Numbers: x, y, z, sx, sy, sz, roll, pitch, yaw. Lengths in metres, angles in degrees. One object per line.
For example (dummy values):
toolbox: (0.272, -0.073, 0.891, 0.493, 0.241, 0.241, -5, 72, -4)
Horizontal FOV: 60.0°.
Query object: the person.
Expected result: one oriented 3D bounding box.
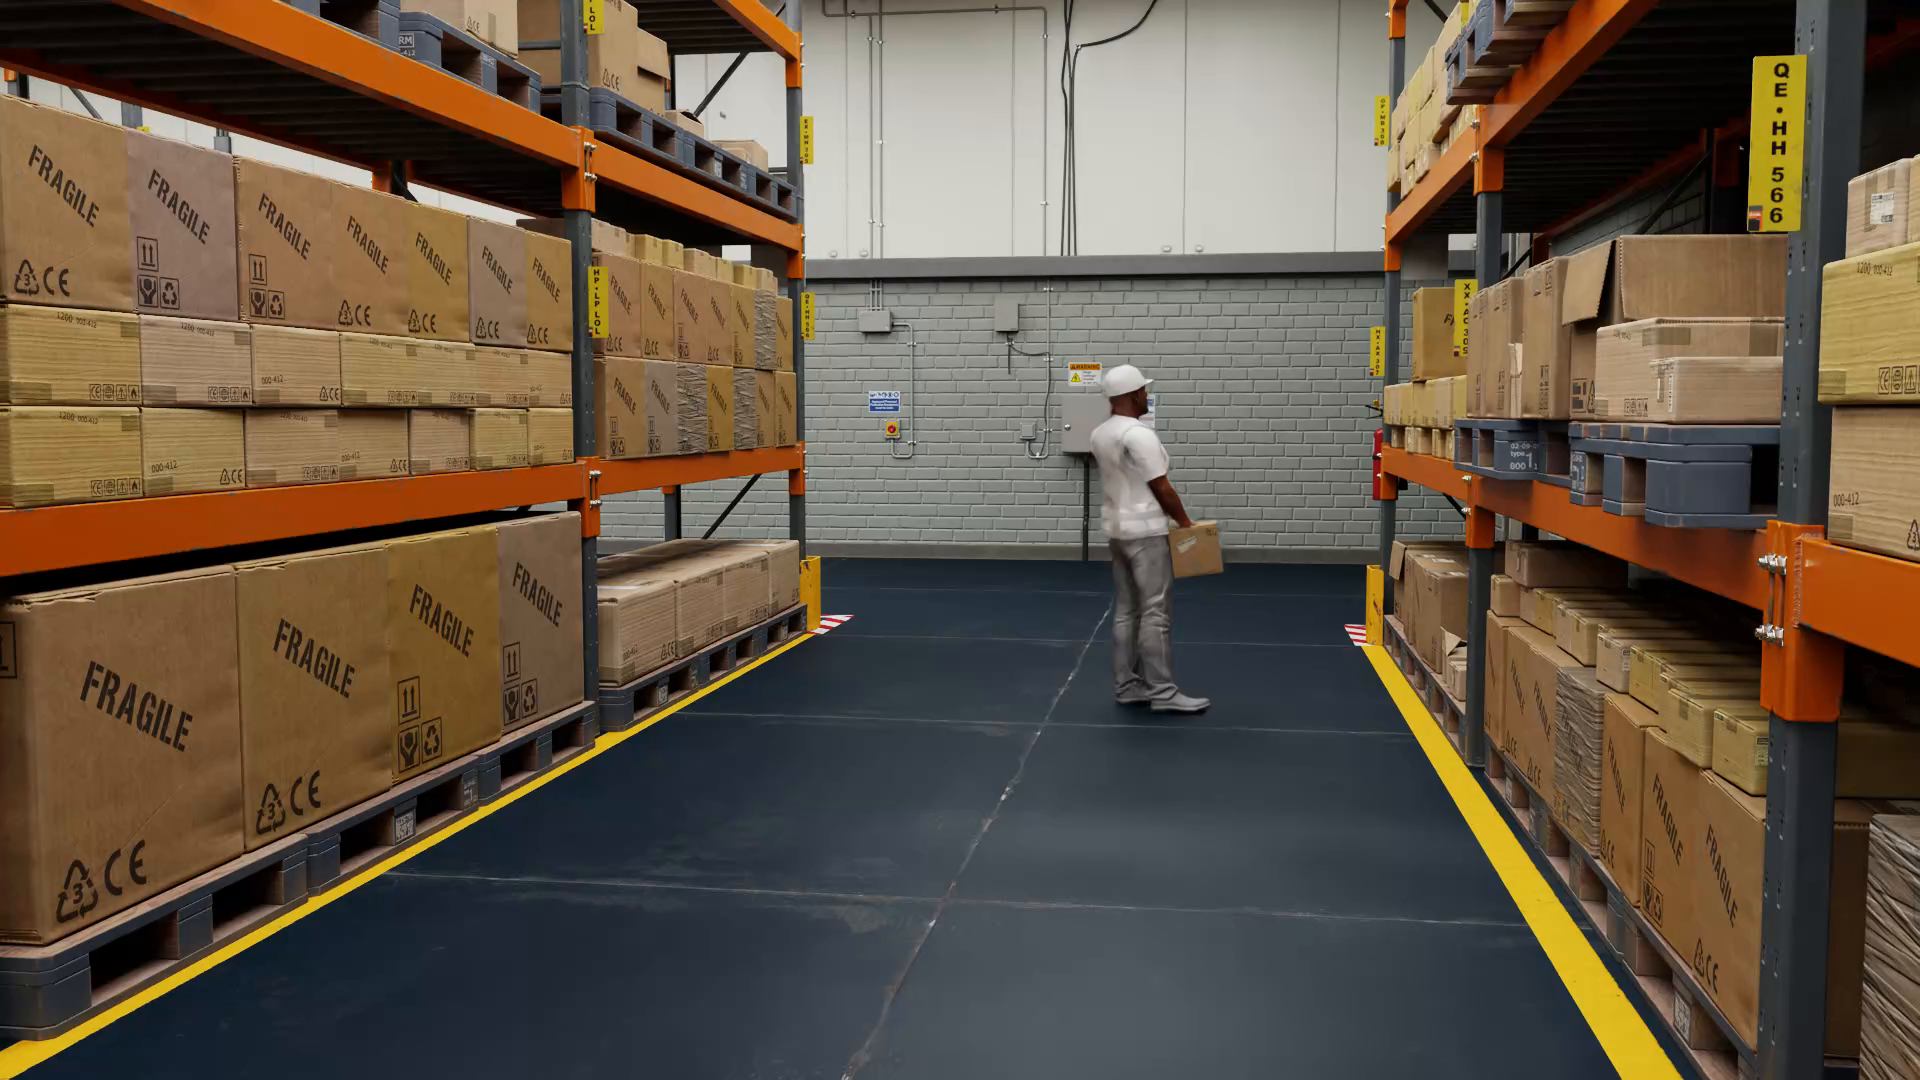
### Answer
person: (0.972, -0.019, 8.620, 0.500, 1.772, 0.604, -2, 5, -20)
